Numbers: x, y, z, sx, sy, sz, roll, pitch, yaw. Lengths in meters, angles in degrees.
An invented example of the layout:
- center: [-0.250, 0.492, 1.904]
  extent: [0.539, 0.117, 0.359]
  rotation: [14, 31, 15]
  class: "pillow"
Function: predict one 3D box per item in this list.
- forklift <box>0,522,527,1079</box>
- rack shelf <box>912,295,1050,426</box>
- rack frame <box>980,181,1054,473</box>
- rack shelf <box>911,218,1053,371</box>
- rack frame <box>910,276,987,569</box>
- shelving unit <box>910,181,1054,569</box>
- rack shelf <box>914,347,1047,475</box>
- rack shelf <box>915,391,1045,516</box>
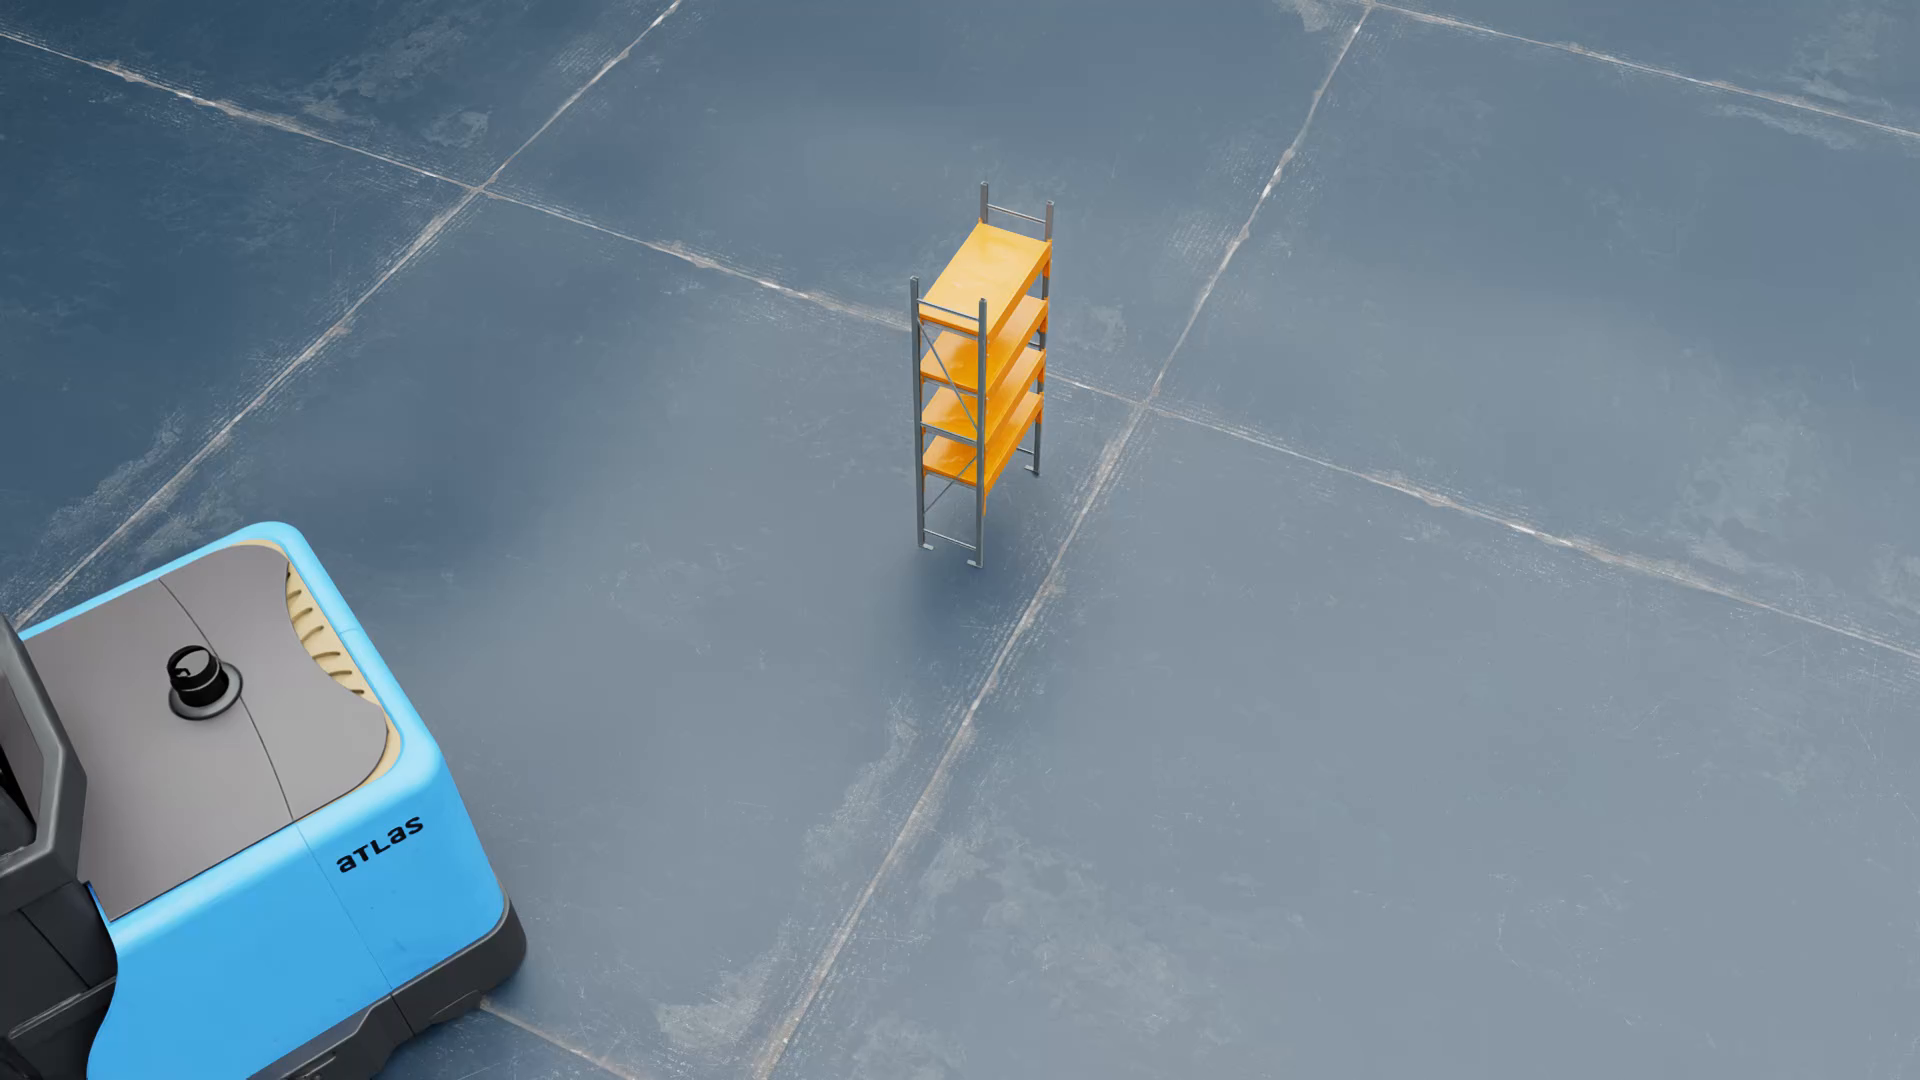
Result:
- center: [-2.704, 0.638, 3.283]
  extent: [3.031, 2.935, 1.130]
  rotation: [-30, 56, -23]
  class: "forklift"
- center: [0.071, -0.604, 5.271]
  extent: [0.258, 0.148, 0.480]
  rotation: [20, 52, 16]
  class: "rack shelf"
- center: [0.175, -0.671, 5.533]
  extent: [0.240, 1.200, 0.015]
  rotation: [20, 52, 16]
  class: "rack frame"
- center: [0.071, -0.757, 5.091]
  extent: [0.258, 0.148, 0.480]
  rotation: [20, 52, 16]
  class: "rack shelf"
- center: [-0.034, -0.335, 5.247]
  extent: [0.240, 1.200, 0.015]
  rotation: [20, 52, 16]
  class: "rack frame"
- center: [0.071, -0.503, 5.390]
  extent: [0.258, 1.200, 0.503]
  rotation: [20, 52, 16]
  class: "shelving unit"
- center: [0.071, -0.459, 5.441]
  extent: [0.258, 0.148, 0.480]
  rotation: [20, 52, 16]
  class: "rack shelf"
- center: [0.071, -0.331, 5.592]
  extent: [0.258, 0.148, 0.480]
  rotation: [20, 52, 16]
  class: "rack shelf"
